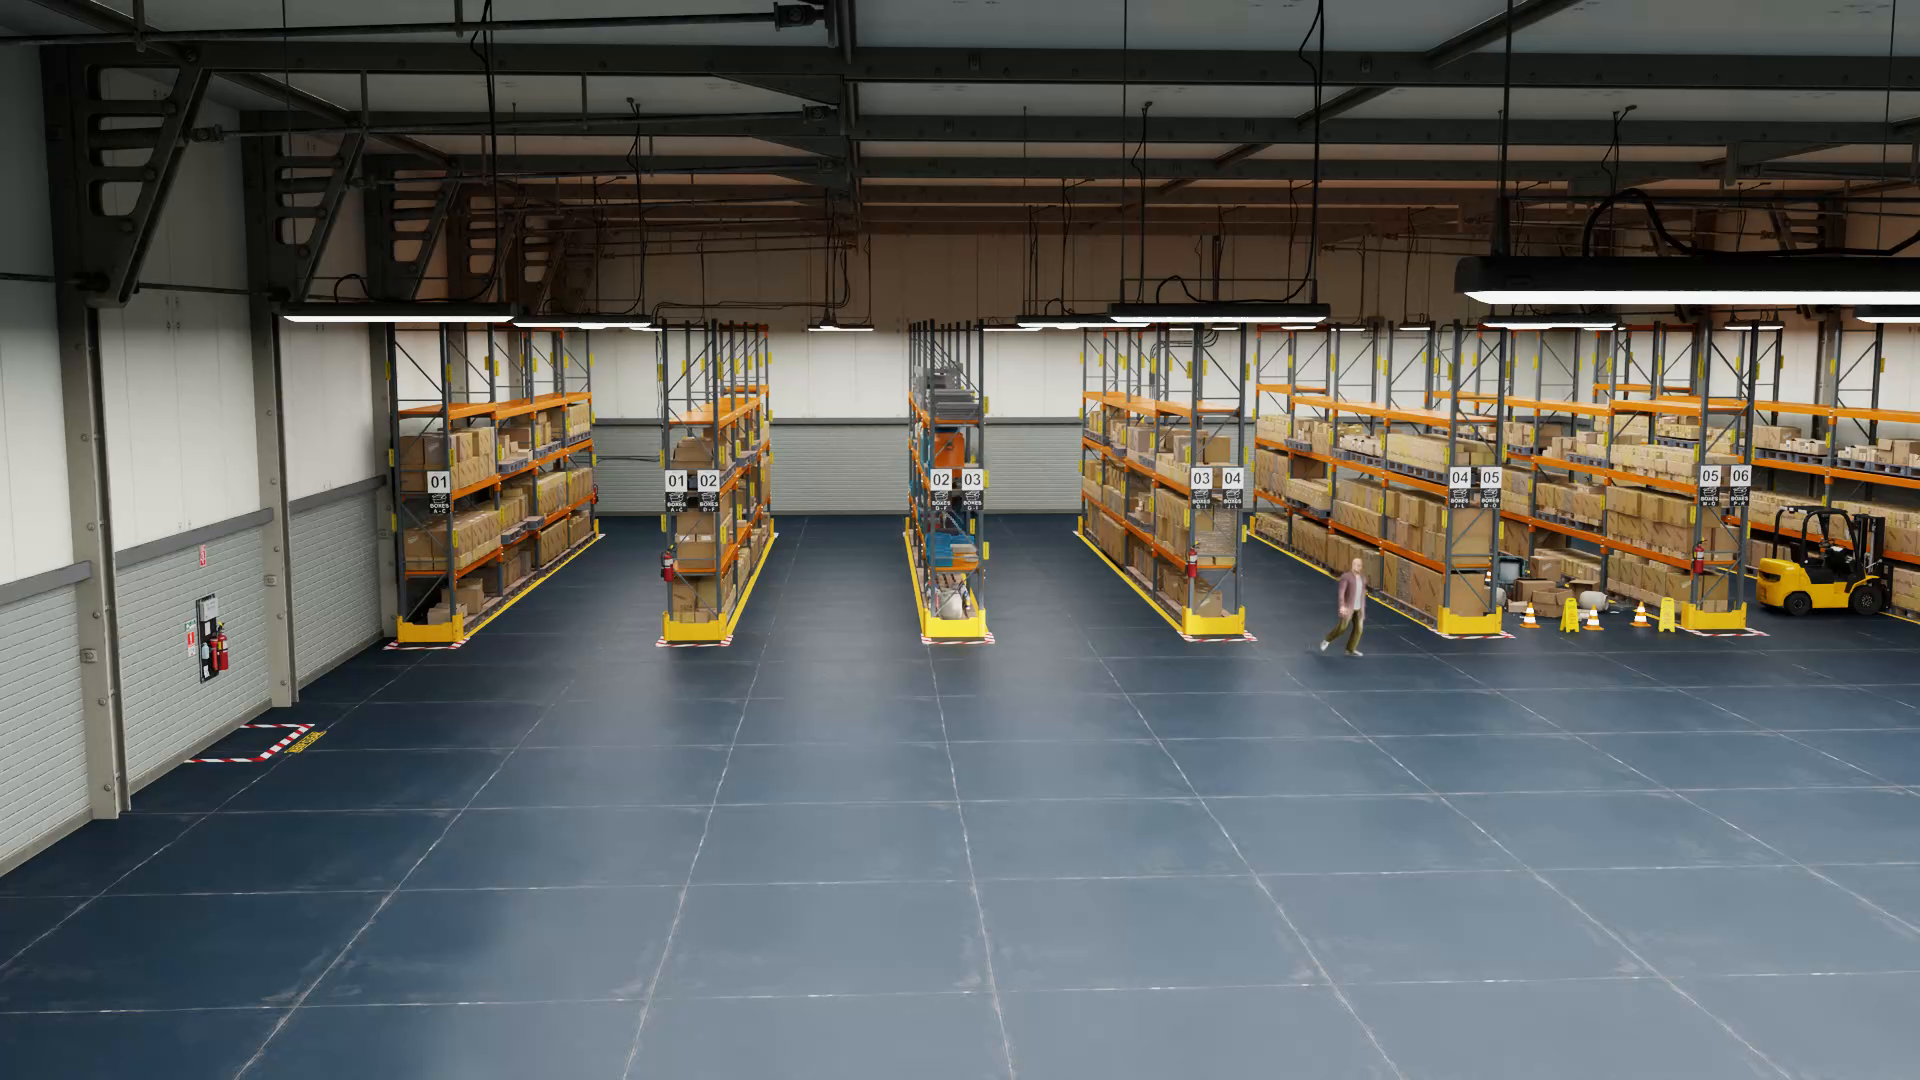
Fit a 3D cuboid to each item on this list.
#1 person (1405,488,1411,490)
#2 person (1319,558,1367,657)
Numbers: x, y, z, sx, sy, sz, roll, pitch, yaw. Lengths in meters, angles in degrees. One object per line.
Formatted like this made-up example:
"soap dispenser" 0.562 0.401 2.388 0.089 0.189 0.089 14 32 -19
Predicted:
"person" 11.727 -0.493 43.387 0.642 1.708 0.969 -2 7 -18
"person" 6.859 1.187 29.637 0.762 1.748 0.658 -3 8 -23
